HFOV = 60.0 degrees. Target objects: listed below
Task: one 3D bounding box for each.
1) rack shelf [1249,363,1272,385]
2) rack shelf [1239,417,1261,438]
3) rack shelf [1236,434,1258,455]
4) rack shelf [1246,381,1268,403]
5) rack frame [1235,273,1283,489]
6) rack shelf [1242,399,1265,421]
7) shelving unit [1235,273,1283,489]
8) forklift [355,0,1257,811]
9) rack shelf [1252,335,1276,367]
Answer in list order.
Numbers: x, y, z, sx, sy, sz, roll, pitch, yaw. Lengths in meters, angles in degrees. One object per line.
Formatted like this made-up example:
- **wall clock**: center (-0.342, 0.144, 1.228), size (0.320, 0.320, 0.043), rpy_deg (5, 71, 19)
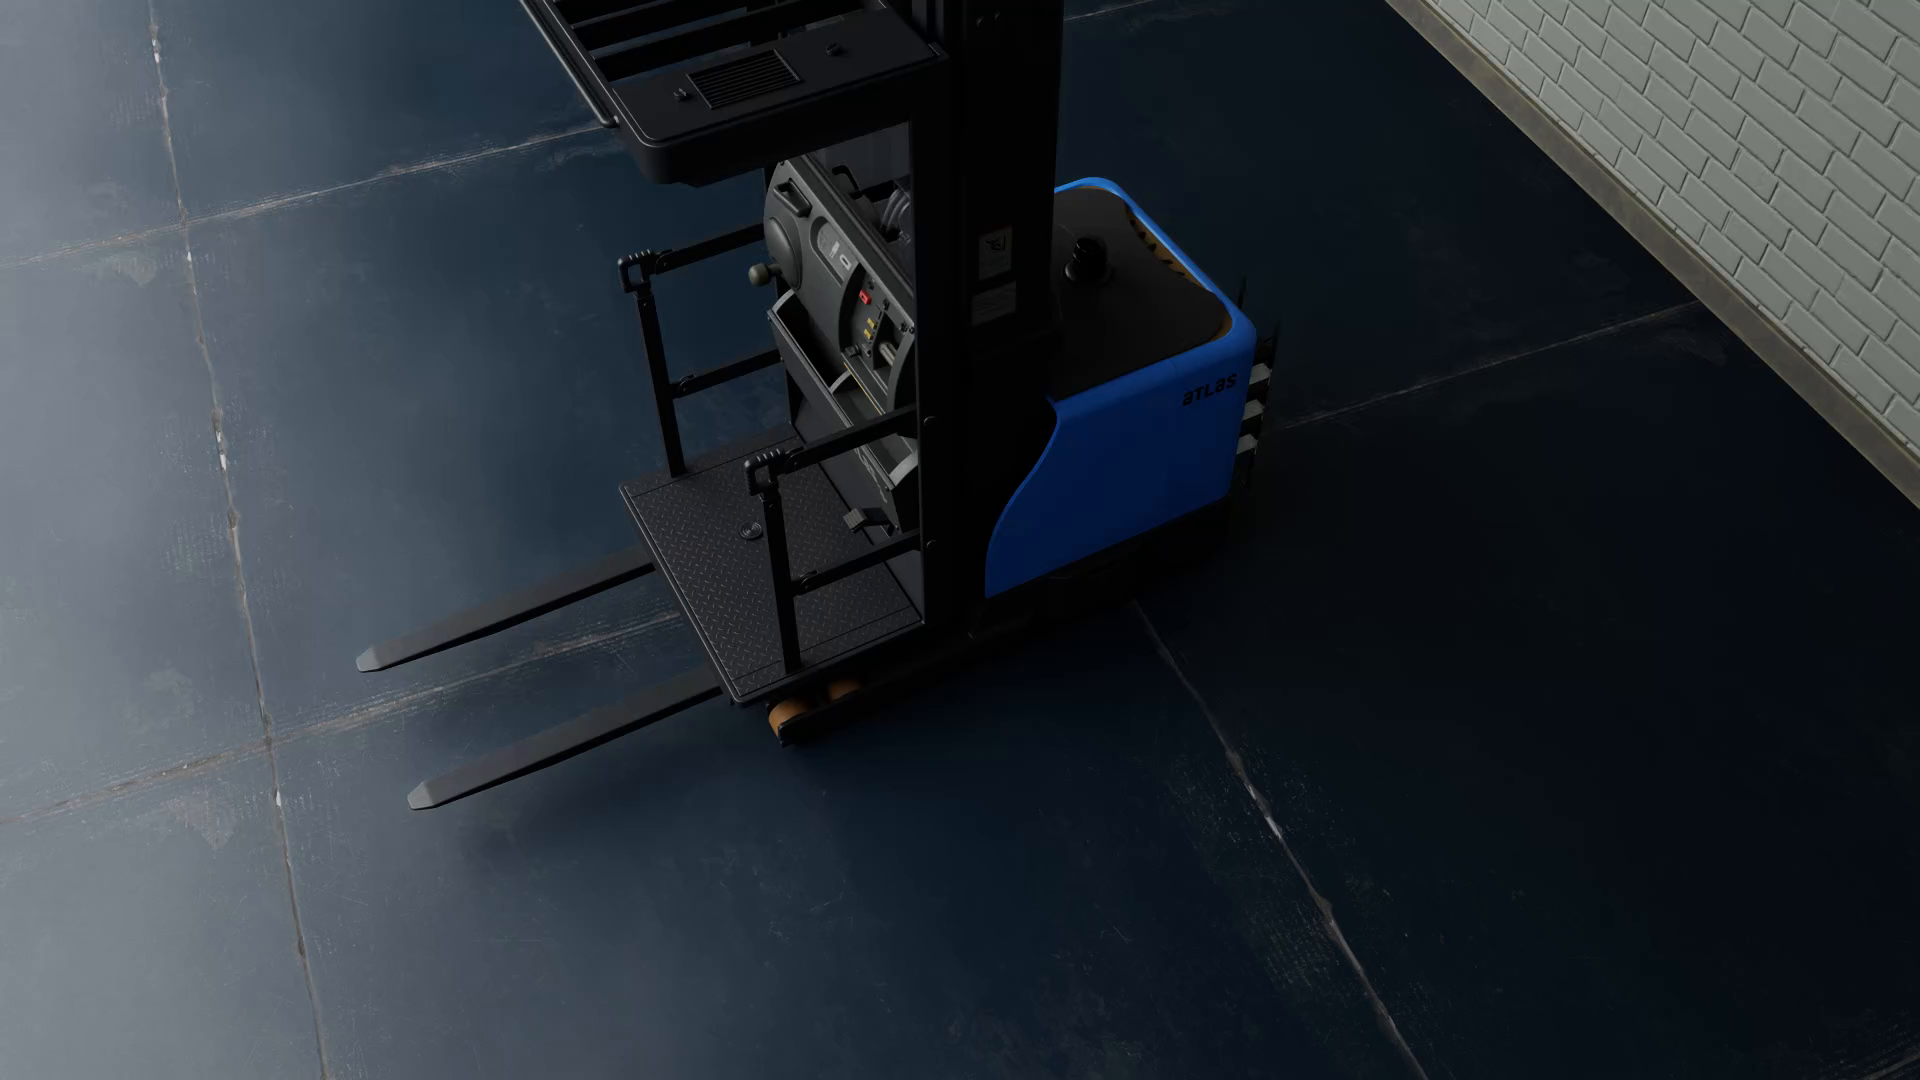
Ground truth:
- **rack shelf**: center (0.967, -0.630, 6.004), size (0.200, 0.077, 0.258), rpy_deg (-22, 53, -18)
- **rack shelf**: center (0.967, -0.454, 6.209), size (0.200, 0.077, 0.258), rpy_deg (-22, 53, -18)
- **rack shelf**: center (0.967, -0.395, 6.277), size (0.200, 0.077, 0.258), rpy_deg (-22, 53, -18)
- **rack shelf**: center (0.967, -0.571, 6.072), size (0.200, 0.077, 0.258), rpy_deg (-22, 53, -18)
- **rack frame**: center (1.056, -0.571, 6.147), size (0.006, 0.900, 0.240), rpy_deg (-22, 53, -18)
- **rack shelf**: center (0.967, -0.512, 6.141), size (0.200, 0.077, 0.258), rpy_deg (-22, 53, -18)
- **shelving unit**: center (0.967, -0.534, 6.115), size (0.210, 0.900, 0.258), rpy_deg (-22, 53, -18)
- **forklift**: center (-0.551, -0.729, 4.944), size (3.031, 2.935, 1.130), rpy_deg (-22, 53, -18)
- **rack shelf**: center (0.967, -0.688, 5.936), size (0.200, 0.077, 0.258), rpy_deg (-22, 53, -18)
